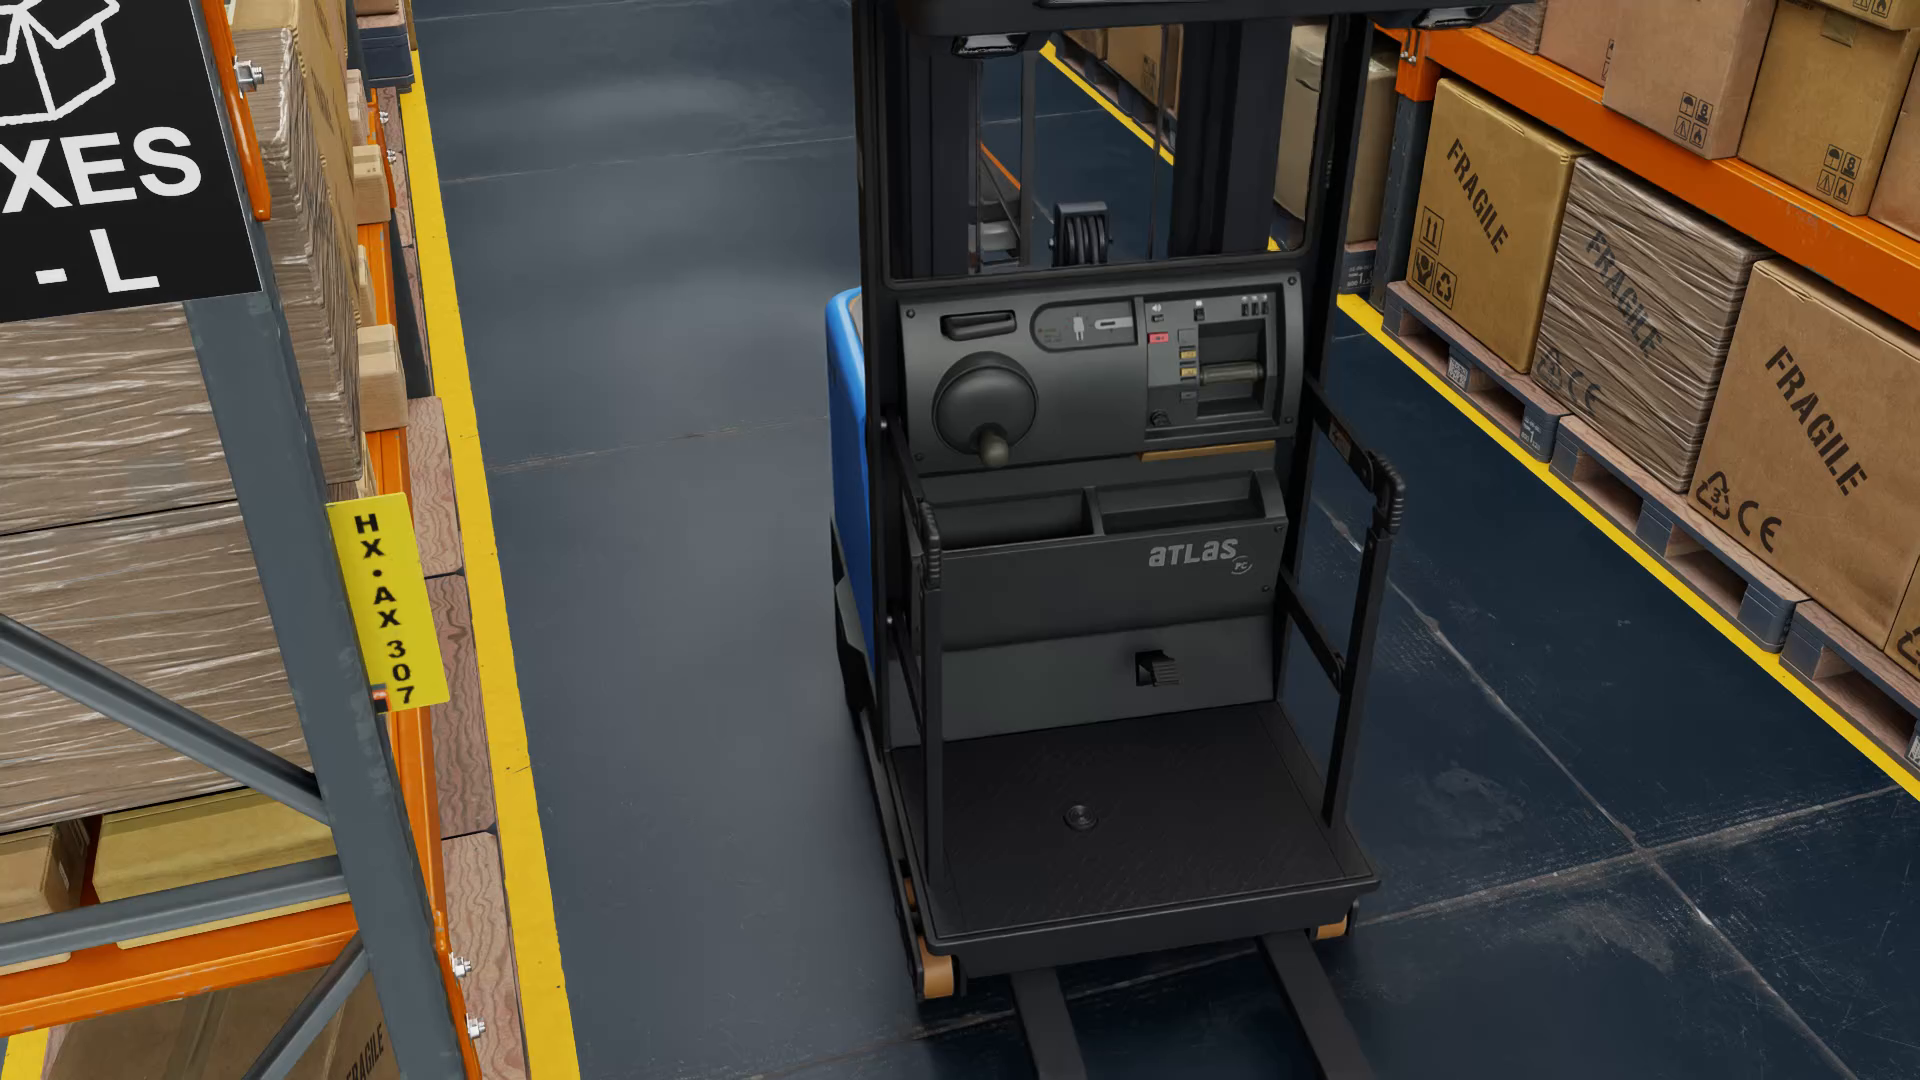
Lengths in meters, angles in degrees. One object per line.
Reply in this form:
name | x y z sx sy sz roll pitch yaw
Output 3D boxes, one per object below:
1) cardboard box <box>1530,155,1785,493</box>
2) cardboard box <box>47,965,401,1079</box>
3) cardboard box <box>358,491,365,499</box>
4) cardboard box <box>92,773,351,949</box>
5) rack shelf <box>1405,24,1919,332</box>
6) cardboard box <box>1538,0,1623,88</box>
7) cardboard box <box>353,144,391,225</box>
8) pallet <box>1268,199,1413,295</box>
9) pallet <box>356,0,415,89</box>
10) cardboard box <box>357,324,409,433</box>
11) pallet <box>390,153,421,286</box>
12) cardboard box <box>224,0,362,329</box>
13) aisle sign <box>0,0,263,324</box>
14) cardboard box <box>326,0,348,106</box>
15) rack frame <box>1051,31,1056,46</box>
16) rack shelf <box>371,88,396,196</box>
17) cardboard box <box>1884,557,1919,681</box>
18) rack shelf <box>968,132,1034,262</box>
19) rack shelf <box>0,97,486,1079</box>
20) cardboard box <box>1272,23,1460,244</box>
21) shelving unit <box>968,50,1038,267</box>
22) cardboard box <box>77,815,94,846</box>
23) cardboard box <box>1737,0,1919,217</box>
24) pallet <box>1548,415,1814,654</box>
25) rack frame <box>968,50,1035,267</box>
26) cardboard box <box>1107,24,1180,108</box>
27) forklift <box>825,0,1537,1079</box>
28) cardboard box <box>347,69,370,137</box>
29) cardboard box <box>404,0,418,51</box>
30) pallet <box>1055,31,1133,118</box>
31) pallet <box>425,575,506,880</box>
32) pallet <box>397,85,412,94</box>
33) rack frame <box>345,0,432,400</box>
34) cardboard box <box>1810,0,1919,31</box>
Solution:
cardboard box | 2.694 -0.817 5.812 0.875 0.875 0.875 -10 35 -14
cardboard box | -1.418 1.075 3.288 0.500 0.500 0.500 -4 34 -6
cardboard box | -1.319 0.057 3.170 0.380 0.149 0.250 -10 35 -15
cardboard box | -1.103 0.453 2.571 0.380 0.149 0.250 -10 35 -15
rack shelf | 2.901 -0.993 5.184 1.077 0.370 4.000 -10 35 -15
cardboard box | 2.604 -1.929 5.812 0.875 0.550 0.550 -10 35 -15
cardboard box | -1.850 -1.007 4.781 0.380 0.149 0.250 -10 35 -15
pallet | 1.984 -1.572 7.937 1.003 0.211 1.213 -10 35 -15
pallet | -2.558 -1.907 6.090 1.003 0.211 1.213 -10 35 -15
cardboard box | -1.469 -0.350 3.787 0.380 0.149 0.250 -10 35 -15
pallet | -3.078 -1.449 7.751 1.003 0.211 1.213 -10 35 -15
cardboard box | -1.298 -0.643 2.735 0.500 0.500 0.500 -10 35 -15
aisle sign | -0.939 -0.564 1.525 0.394 0.787 0.004 -10 35 -15
cardboard box | -1.610 -1.167 3.527 0.500 0.500 0.500 -10 35 -15
rack frame | 1.071 -4.443 9.753 1.000 3.000 0.127 -10 35 -15
rack shelf | -3.074 -2.312 7.180 1.077 0.370 4.000 -10 35 -15
cardboard box | 3.241 0.124 4.388 0.875 0.875 0.875 -10 35 -14
rack shelf | -0.050 -0.952 5.310 0.431 0.518 0.480 -10 35 -15
rack shelf | -1.854 -0.212 4.002 1.077 0.370 4.000 -10 35 -15
cardboard box | 2.016 -1.890 7.549 1.050 0.750 0.750 -10 35 -15
shelving unit | -0.050 -0.963 5.303 0.431 2.100 0.503 -10 35 -15
cardboard box | -1.603 0.397 2.656 0.380 0.149 0.250 -10 35 -15
cardboard box | 2.914 -1.364 4.957 0.875 0.550 0.500 -10 35 -15
pallet | 2.824 -0.125 5.748 1.003 0.211 1.213 -10 35 -15
rack frame | 0.024 -0.835 5.109 0.400 2.100 0.015 -10 35 -15
cardboard box | 1.441 -2.886 9.057 1.050 0.750 0.750 -9 35 -14
forklift | 0.372 -0.329 3.589 1.130 2.935 3.031 -6 34 -9
cardboard box | -2.118 -1.393 5.366 0.380 0.149 0.250 -10 35 -15
cardboard box | -3.875 -3.316 9.594 1.225 0.875 0.875 -12 35 -17
pallet | 1.239 -2.853 9.876 1.003 0.211 1.213 -10 35 -15
pallet | -1.849 0.590 4.666 1.003 0.211 1.213 -10 35 -15
pallet | -3.853 -2.925 9.985 1.003 0.211 1.213 -10 35 -15
rack frame | -2.464 -1.562 5.393 1.000 3.000 0.127 -10 35 -15
cardboard box | 2.852 -1.804 4.643 0.875 0.550 0.500 -10 35 -15
